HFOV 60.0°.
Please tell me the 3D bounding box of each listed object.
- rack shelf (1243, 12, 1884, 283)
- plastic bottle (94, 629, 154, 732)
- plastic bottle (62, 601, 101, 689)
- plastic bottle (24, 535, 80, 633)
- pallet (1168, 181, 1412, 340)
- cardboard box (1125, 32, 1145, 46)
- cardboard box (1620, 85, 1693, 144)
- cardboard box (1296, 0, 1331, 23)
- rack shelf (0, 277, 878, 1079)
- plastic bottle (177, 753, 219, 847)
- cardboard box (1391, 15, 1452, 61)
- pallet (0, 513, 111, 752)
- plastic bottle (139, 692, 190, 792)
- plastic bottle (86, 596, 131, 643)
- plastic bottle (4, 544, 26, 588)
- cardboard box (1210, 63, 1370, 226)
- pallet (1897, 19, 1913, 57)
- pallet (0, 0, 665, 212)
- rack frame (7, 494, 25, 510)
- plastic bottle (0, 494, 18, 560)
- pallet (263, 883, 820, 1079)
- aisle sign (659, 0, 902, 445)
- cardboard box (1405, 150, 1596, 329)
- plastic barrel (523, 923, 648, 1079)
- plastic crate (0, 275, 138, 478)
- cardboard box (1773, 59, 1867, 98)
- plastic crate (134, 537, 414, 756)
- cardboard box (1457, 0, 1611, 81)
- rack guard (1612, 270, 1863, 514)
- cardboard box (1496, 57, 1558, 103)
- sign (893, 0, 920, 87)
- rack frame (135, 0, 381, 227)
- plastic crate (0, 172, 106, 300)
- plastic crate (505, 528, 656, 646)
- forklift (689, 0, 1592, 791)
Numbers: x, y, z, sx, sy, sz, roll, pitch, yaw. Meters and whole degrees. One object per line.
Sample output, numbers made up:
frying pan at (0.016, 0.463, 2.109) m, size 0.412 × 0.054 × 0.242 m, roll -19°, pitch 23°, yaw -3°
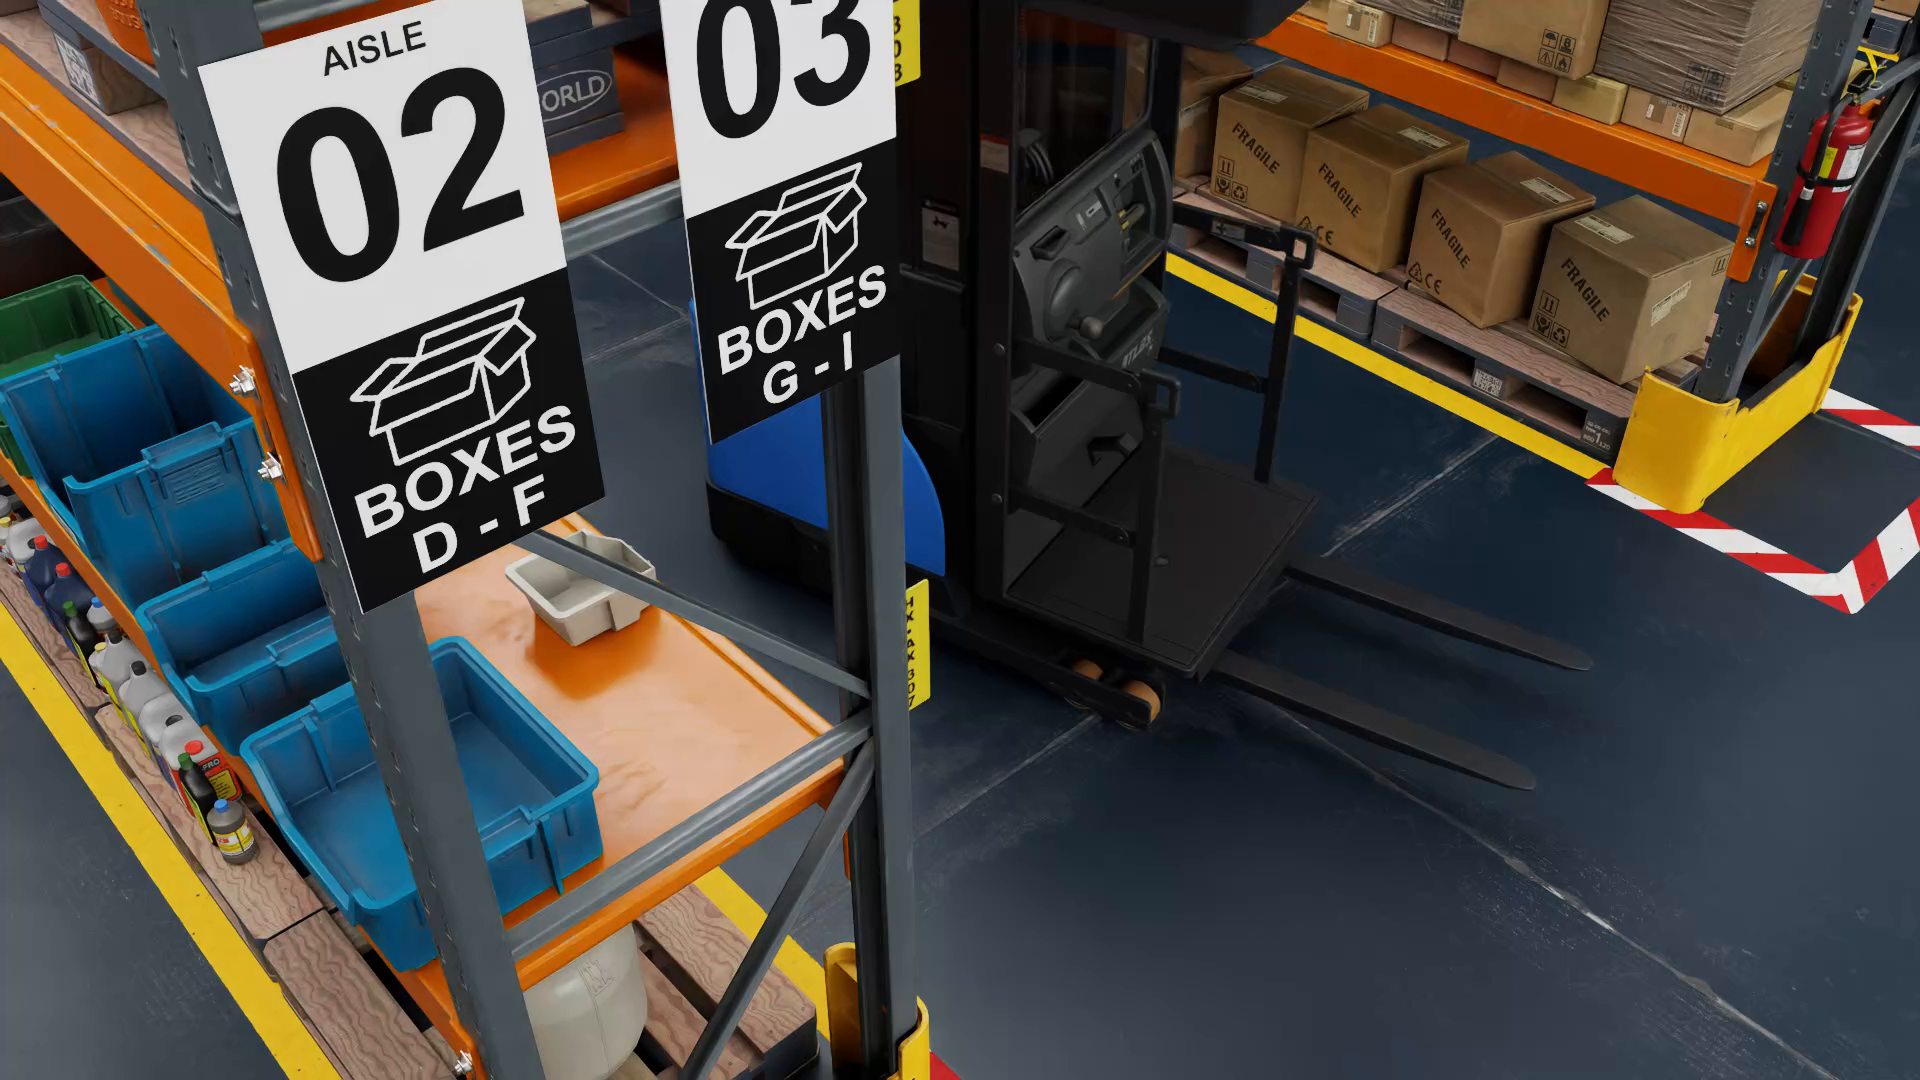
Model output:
rack shelf at (1.786, -2.187, 7.143) m, size 1.077 × 0.370 × 4.000 m, roll -30°, pitch 48°, yaw -32°
plastic bottle at (-2.559, 0.406, 5.119) m, size 0.144 × 0.351 × 0.185 m, roll -30°, pitch 48°, yaw -32°
plastic bottle at (-2.766, 0.329, 5.267) m, size 0.061 × 0.283 × 0.133 m, roll -28°, pitch 47°, yaw -30°
plastic bottle at (-2.974, 0.122, 5.470) m, size 0.144 × 0.351 × 0.185 m, roll -29°, pitch 47°, yaw -31°
pallet at (1.743, -1.447, 7.874) m, size 1.003 × 0.211 × 1.213 m, roll -30°, pitch 48°, yaw -32°
cardboard box at (0.675, -2.381, 8.466) m, size 0.500 × 0.500 × 0.500 m, roll -32°, pitch 48°, yaw -33°
cardboard box at (2.626, -1.604, 6.048) m, size 0.380 × 0.149 × 0.250 m, roll -30°, pitch 48°, yaw -32°
cardboard box at (1.584, -2.283, 6.889) m, size 0.380 × 0.149 × 0.250 m, roll -30°, pitch 48°, yaw -32°
rack shelf at (-1.862, -0.082, 4.537) m, size 1.077 × 0.370 × 4.000 m, roll -30°, pitch 48°, yaw -32°
plastic bottle at (-2.167, 0.739, 4.759) m, size 0.061 × 0.283 × 0.133 m, roll -29°, pitch 47°, yaw -31°
cardboard box at (1.937, -2.059, 6.612) m, size 0.380 × 0.149 × 0.250 m, roll -30°, pitch 48°, yaw -32°
pallet at (-2.791, 0.126, 5.926) m, size 1.003 × 0.211 × 1.213 m, roll -30°, pitch 48°, yaw -32°
plastic bottle at (-2.318, 0.596, 4.943) m, size 0.152 × 0.276 × 0.135 m, roll -31°, pitch 48°, yaw -33°
plastic bottle at (-2.720, 0.292, 5.322) m, size 0.097 × 0.271 × 0.097 m, roll 0°, pitch 39°, yaw 0°
plastic bottle at (-3.184, 0.058, 5.668) m, size 0.097 × 0.201 × 0.097 m, roll 0°, pitch 39°, yaw 0°
cardboard box at (1.545, -1.866, 7.828) m, size 0.500 × 0.500 × 0.500 m, roll 30°, pitch 48°, yaw 32°
pallet at (6.262, -2.854, 9.616) m, size 1.003 × 0.211 × 1.213 m, roll -30°, pitch 48°, yaw -32°
pallet at (-0.997, -0.954, 2.807) m, size 1.003 × 0.211 × 1.213 m, roll -30°, pitch 48°, yaw -32°
rack frame at (-3.215, -1.288, 5.457) m, size 1.000 × 3.000 × 0.127 m, roll -30°, pitch 48°, yaw -32°
plastic bottle at (-3.322, -0.064, 5.763) m, size 0.097 × 0.271 × 0.097 m, roll 0°, pitch 39°, yaw 0°
pallet at (-1.141, 1.255, 4.528) m, size 1.003 × 0.211 × 1.213 m, roll -30°, pitch 48°, yaw -32°
aisle sign at (-0.245, -0.539, 2.461) m, size 0.394 × 0.787 × 0.004 m, roll -30°, pitch 48°, yaw -32°
cardboard box at (2.299, -1.290, 7.116) m, size 0.500 × 0.500 × 0.500 m, roll -18°, pitch 42°, yaw -21°
plastic barrel at (-1.011, 1.096, 4.152) m, size 0.421 × 0.512 × 0.421 m, roll 0°, pitch 39°, yaw 0°
plastic crate at (-2.504, -0.457, 4.597) m, size 0.450 × 0.188 × 0.662 m, roll -30°, pitch 48°, yaw -32°
cardboard box at (3.122, -1.677, 6.139) m, size 0.380 × 0.149 × 0.250 m, roll -30°, pitch 48°, yaw -32°
plastic crate at (-1.503, 0.214, 3.716) m, size 0.499 × 0.251 × 0.408 m, roll -30°, pitch 48°, yaw -32°
cardboard box at (2.361, -2.143, 6.199) m, size 0.875 × 0.500 × 0.500 m, roll -30°, pitch 48°, yaw -32°
rack guard at (3.088, -0.604, 6.600) m, size 1.175 × 0.500 × 0.348 m, roll -30°, pitch 48°, yaw -32°
cardboard box at (2.261, -1.820, 6.316) m, size 0.380 × 0.149 × 0.250 m, roll -30°, pitch 48°, yaw -32°
sign at (-0.101, -0.839, 2.507) m, size 0.100 × 0.325 × 0.005 m, roll -30°, pitch 48°, yaw -32°
rack frame at (-0.509, -1.770, 1.280) m, size 1.000 × 3.000 × 0.127 m, roll -30°, pitch 48°, yaw -32°
plastic crate at (-2.954, -0.967, 5.110) m, size 0.767 × 0.338 × 0.504 m, roll -30°, pitch 48°, yaw -32°
plastic crate at (-0.878, 0.115, 3.930) m, size 0.298 × 0.136 × 0.250 m, roll -30°, pitch 48°, yaw -32°
forklift at (0.596, -0.897, 5.028) m, size 3.031 × 2.935 × 1.130 m, roll 21°, pitch 44°, yaw 24°
